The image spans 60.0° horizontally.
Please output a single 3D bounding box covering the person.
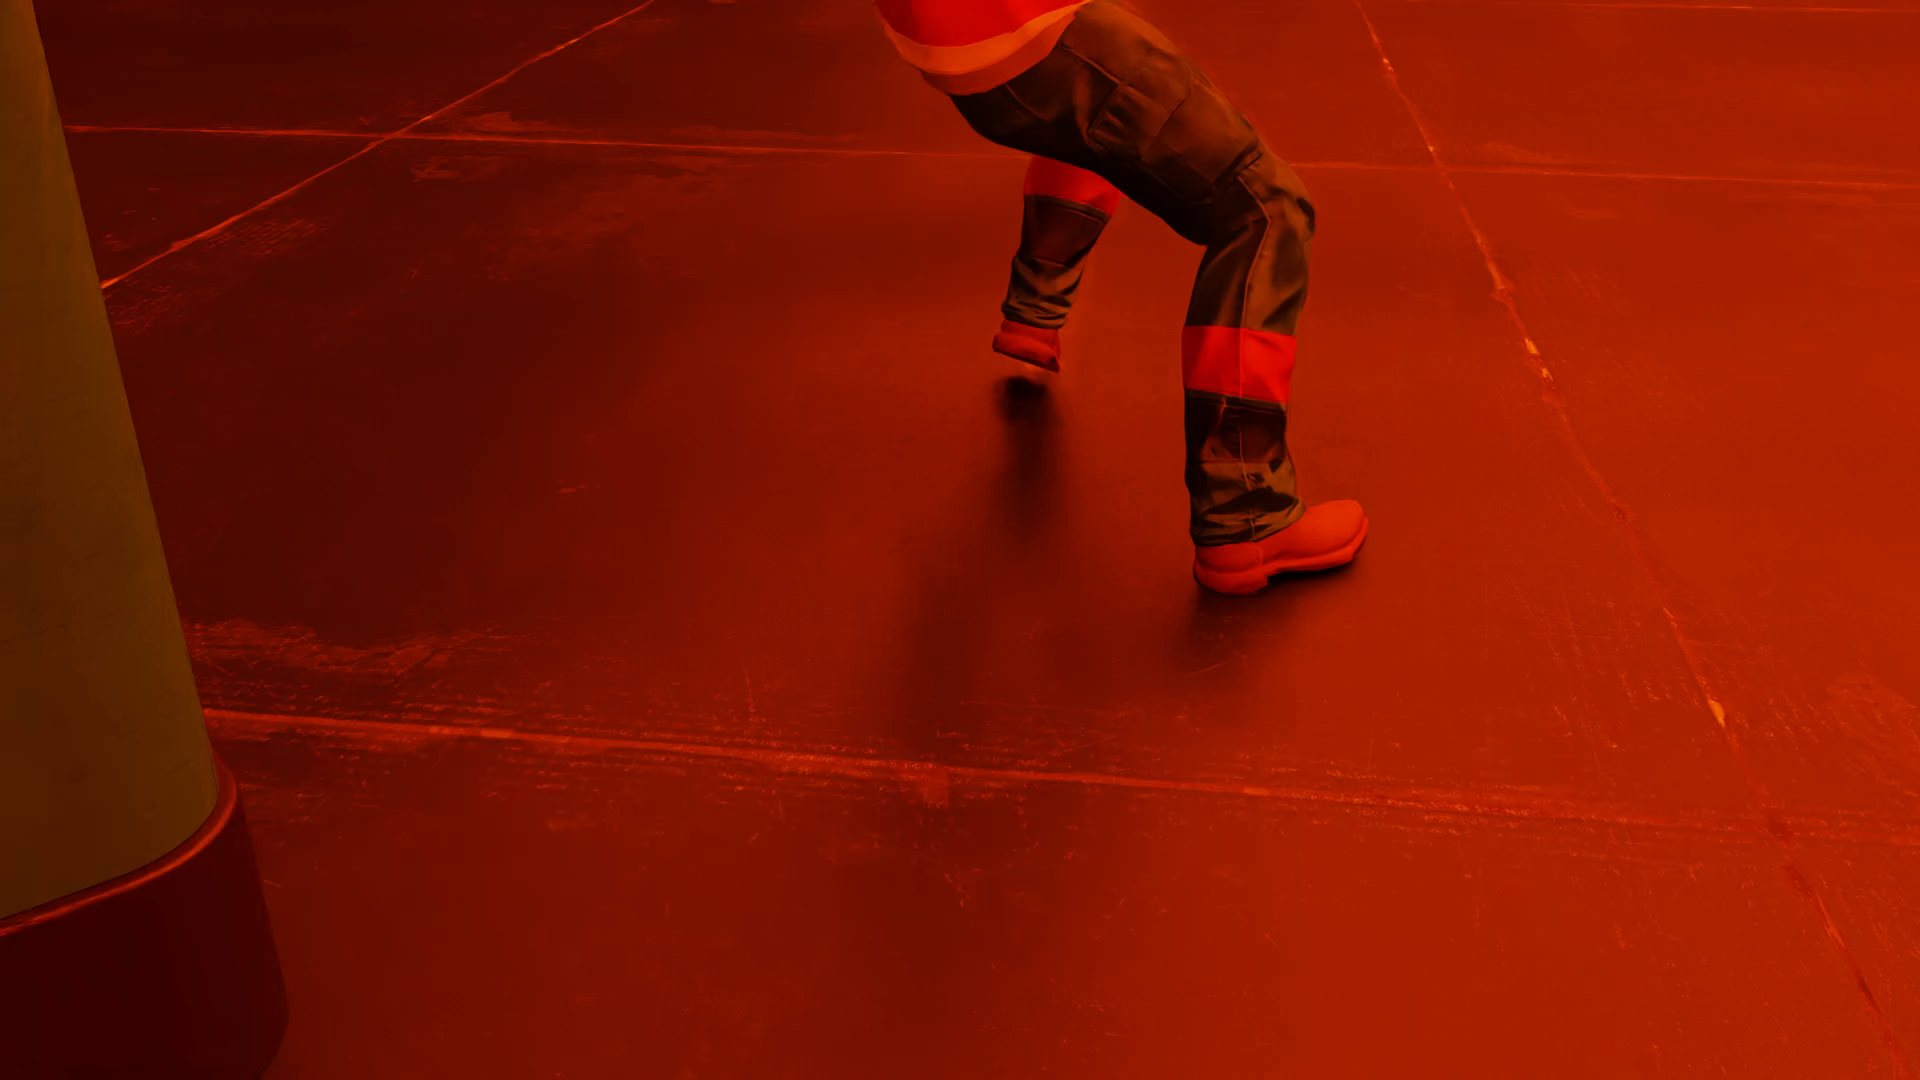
[{"bbox_3d":[0.260,-0.835,2.434,0.771,1.559,1.018,-7,27,-15],"label":"person"}]

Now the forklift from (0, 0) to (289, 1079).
[{"bbox_3d":[-2.069,-0.569,0.357,3.031,2.935,1.130,-19,32,-33],"label":"forklift"}]
